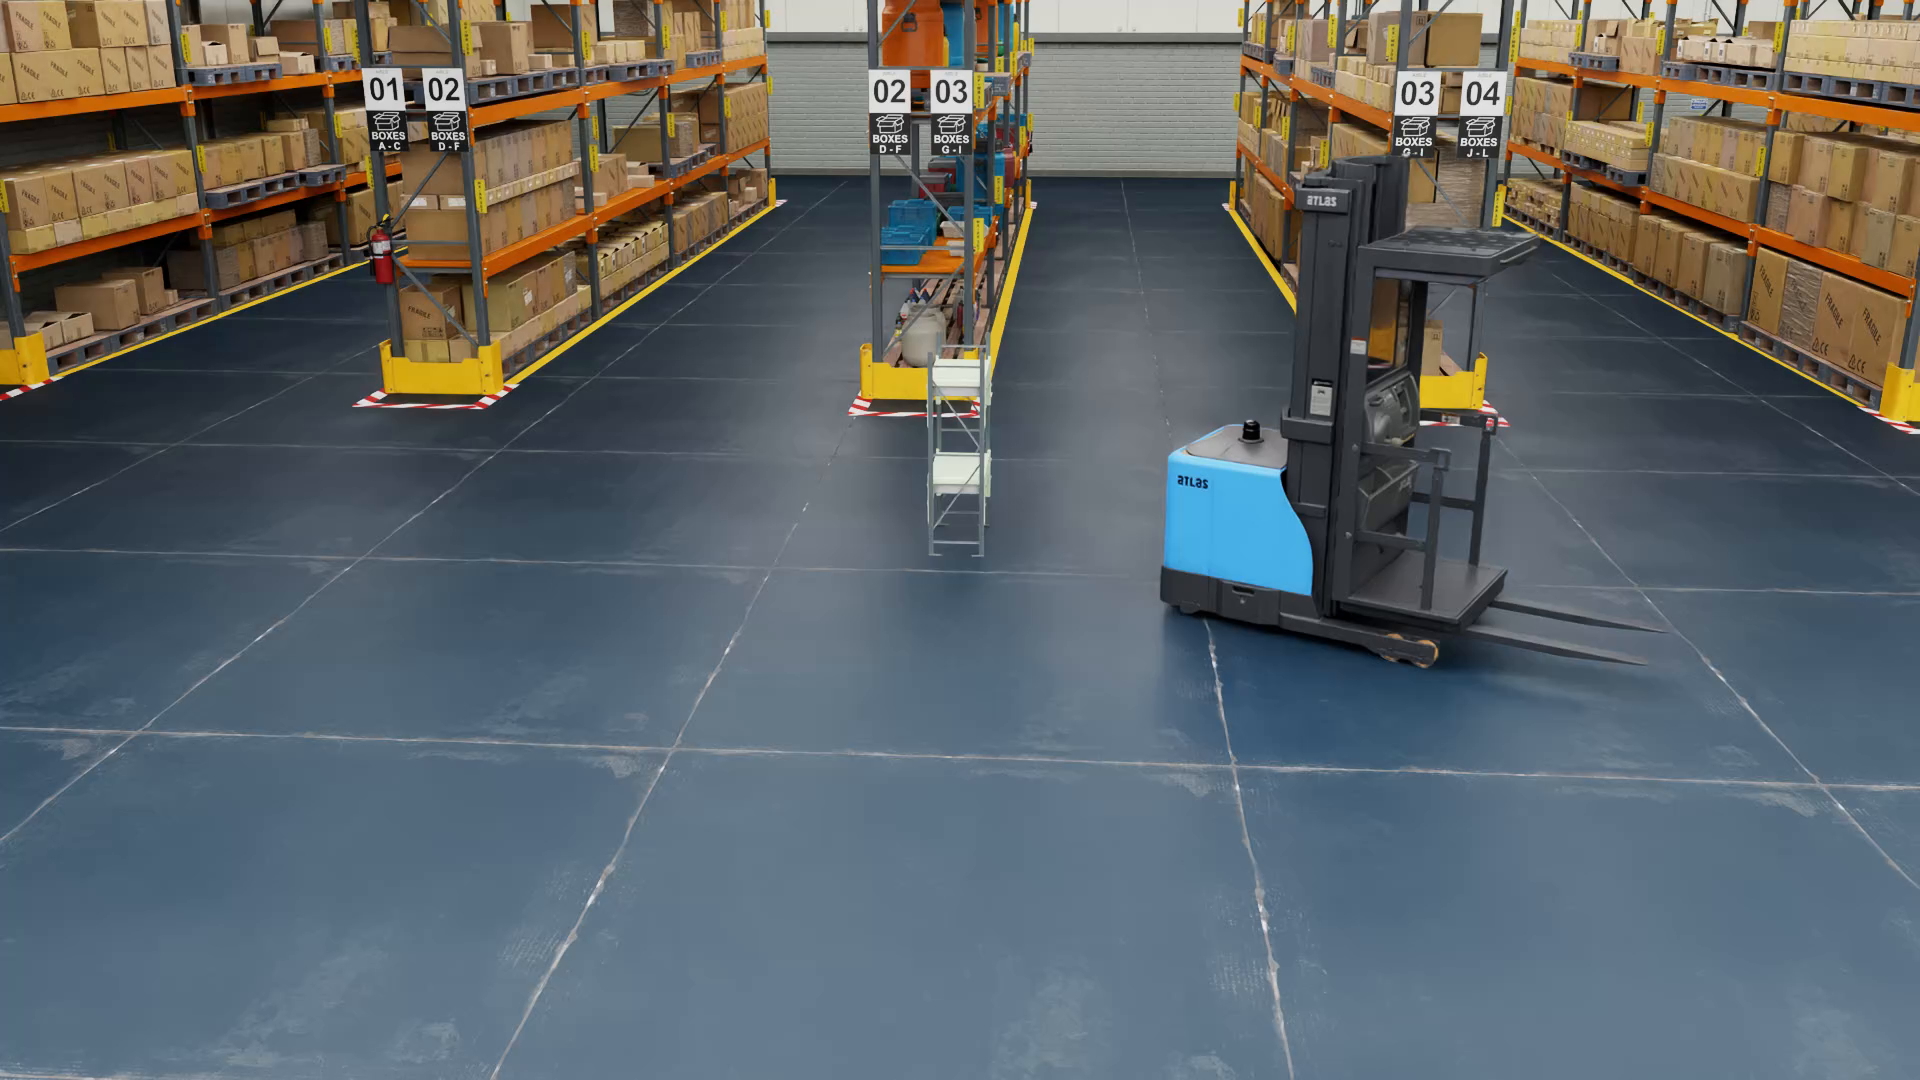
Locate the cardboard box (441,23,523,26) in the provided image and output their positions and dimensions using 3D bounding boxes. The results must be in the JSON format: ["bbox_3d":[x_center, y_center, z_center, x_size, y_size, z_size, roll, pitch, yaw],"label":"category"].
[{"bbox_3d":[-5.266,-5.450,18.355,0.797,0.503,0.637,3,18,10],"label":"cardboard box"}]

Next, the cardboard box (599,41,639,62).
[{"bbox_3d":[-4.731,-6.708,22.828,0.500,0.250,0.500,2,18,5],"label":"cardboard box"}]

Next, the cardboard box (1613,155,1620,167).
[{"bbox_3d":[9.700,-5.496,24.108,0.380,0.149,0.250,2,18,5],"label":"cardboard box"}]

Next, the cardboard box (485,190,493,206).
[{"bbox_3d":[-5.049,-3.530,17.177,0.380,0.149,0.250,1,18,2],"label":"cardboard box"}]

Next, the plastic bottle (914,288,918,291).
[{"bbox_3d":[-0.542,-2.929,20.220,0.097,0.271,0.097,0,18,0],"label":"plastic bottle"}]

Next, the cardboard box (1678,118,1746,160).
[{"bbox_3d":[10.008,-5.322,22.081,0.700,0.500,0.500,1,18,3],"label":"cardboard box"}]

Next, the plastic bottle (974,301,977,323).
[{"bbox_3d":[0.123,-2.690,19.362,0.144,0.351,0.185,1,18,4],"label":"plastic bottle"}]

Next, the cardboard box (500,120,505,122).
[{"bbox_3d":[-9.129,-8.038,31.655,0.980,0.700,0.700,2,18,6],"label":"cardboard box"}]

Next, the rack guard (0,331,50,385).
[{"bbox_3d":[-10.244,-1.920,17.481,1.175,0.500,0.348,1,18,4],"label":"rack guard"}]

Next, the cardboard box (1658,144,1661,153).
[{"bbox_3d":[10.371,-5.708,24.278,0.380,0.149,0.250,1,18,4],"label":"cardboard box"}]

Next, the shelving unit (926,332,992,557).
[{"bbox_3d":[0.000,-0.711,12.183,0.431,1.500,0.755,1,18,4],"label":"shelving unit"}]

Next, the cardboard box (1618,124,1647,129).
[{"bbox_3d":[10.499,-6.408,25.936,0.380,0.149,0.250,1,18,2],"label":"cardboard box"}]

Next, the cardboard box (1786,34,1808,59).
[{"bbox_3d":[9.484,-5.450,18.350,0.500,0.250,0.500,1,18,4],"label":"cardboard box"}]

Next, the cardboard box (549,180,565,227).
[{"bbox_3d":[-5.079,-3.963,19.540,0.700,0.500,0.500,1,18,3],"label":"cardboard box"}]

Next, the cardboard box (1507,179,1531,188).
[{"bbox_3d":[10.283,-6.553,30.552,0.380,0.149,0.250,0,18,1],"label":"cardboard box"}]

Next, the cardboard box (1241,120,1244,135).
[{"bbox_3d":[5.385,-7.488,30.220,0.500,0.250,0.500,1,18,3],"label":"cardboard box"}]

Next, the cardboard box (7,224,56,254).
[{"bbox_3d":[-9.898,-3.167,17.481,0.500,0.250,0.500,1,18,2],"label":"cardboard box"}]

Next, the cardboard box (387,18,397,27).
[{"bbox_3d":[-9.562,-8.223,27.016,0.700,0.500,0.500,0,18,1],"label":"cardboard box"}]

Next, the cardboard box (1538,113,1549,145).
[{"bbox_3d":[10.200,-6.999,28.327,0.500,0.500,0.500,1,18,4],"label":"cardboard box"}]

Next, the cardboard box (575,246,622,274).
[{"bbox_3d":[-4.703,-3.655,21.602,0.500,0.311,0.500,1,18,3],"label":"cardboard box"}]

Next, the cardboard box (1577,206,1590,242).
[{"bbox_3d":[10.019,-4.962,26.088,0.500,0.500,0.500,2,18,6],"label":"cardboard box"}]

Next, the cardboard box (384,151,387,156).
[{"bbox_3d":[-9.303,-6.229,25.947,0.500,0.500,0.500,1,18,4],"label":"cardboard box"}]

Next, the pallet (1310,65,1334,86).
[{"bbox_3d":[5.081,-5.843,20.922,1.213,0.211,1.003,1,18,4],"label":"pallet"}]

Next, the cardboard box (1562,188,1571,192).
[{"bbox_3d":[10.741,-6.053,29.026,0.380,0.149,0.250,1,18,4],"label":"cardboard box"}]

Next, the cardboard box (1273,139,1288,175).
[{"bbox_3d":[5.009,-5.760,25.024,0.500,0.500,0.500,1,18,2],"label":"cardboard box"}]

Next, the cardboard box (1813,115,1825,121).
[{"bbox_3d":[15.226,-7.560,28.912,0.500,0.500,0.500,1,18,3],"label":"cardboard box"}]

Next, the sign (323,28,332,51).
[{"bbox_3d":[-9.135,-7.228,24.016,0.100,0.325,0.005,1,18,4],"label":"sign"}]

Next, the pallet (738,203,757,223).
[{"bbox_3d":[-4.313,-5.970,30.305,1.003,0.211,1.213,1,18,4],"label":"pallet"}]

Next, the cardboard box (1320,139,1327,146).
[{"bbox_3d":[5.206,-5.141,22.459,0.700,0.500,0.500,4,19,12],"label":"cardboard box"}]

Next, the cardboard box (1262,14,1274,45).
[{"bbox_3d":[5.471,-8.611,28.073,0.700,0.500,0.500,2,18,7],"label":"cardboard box"}]

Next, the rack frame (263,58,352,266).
[{"bbox_3d":[-9.676,-5.569,24.603,1.000,3.000,0.127,1,18,4],"label":"rack frame"}]

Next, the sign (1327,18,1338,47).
[{"bbox_3d":[4.305,-5.865,19.224,0.100,0.325,0.005,1,18,4],"label":"sign"}]

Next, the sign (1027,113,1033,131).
[{"bbox_3d":[1.329,-7.903,31.463,0.100,0.325,0.005,1,18,4],"label":"sign"}]

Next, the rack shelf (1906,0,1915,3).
[{"bbox_3d":[15.173,-7.957,24.051,1.077,0.370,4.000,1,18,4],"label":"rack shelf"}]

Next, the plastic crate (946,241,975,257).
[{"bbox_3d":[0.017,-3.009,17.212,0.298,0.136,0.250,1,18,4],"label":"plastic crate"}]

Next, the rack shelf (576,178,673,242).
[{"bbox_3d":[-4.878,-4.497,22.485,1.077,0.370,4.000,1,18,4],"label":"rack shelf"}]

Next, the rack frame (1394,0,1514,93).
[{"bbox_3d":[4.572,-5.604,15.073,1.000,3.000,0.127,1,18,4],"label":"rack frame"}]

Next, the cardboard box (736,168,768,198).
[{"bbox_3d":[-3.955,-6.791,31.640,0.500,0.500,0.500,1,18,4],"label":"cardboard box"}]

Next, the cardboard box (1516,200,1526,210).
[{"bbox_3d":[10.226,-6.032,29.919,0.380,0.149,0.250,2,18,5],"label":"cardboard box"}]

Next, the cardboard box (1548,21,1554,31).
[{"bbox_3d":[10.187,-8.704,28.149,0.380,0.149,0.250,1,18,3],"label":"cardboard box"}]

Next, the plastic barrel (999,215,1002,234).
[{"bbox_3d":[0.385,-5.404,26.795,0.600,0.901,0.708,1,18,4],"label":"plastic barrel"}]

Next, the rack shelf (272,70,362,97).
[{"bbox_3d":[-9.533,-7.274,26.143,1.077,0.370,4.000,1,18,4],"label":"rack shelf"}]

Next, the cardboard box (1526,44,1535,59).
[{"bbox_3d":[10.330,-8.637,29.389,0.500,0.250,0.500,2,18,6],"label":"cardboard box"}]

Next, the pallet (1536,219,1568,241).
[{"bbox_3d":[10.385,-5.222,28.021,1.003,0.211,1.213,1,18,4],"label":"pallet"}]

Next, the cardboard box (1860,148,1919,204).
[{"bbox_3d":[9.700,-3.653,16.781,0.875,0.550,0.550,1,18,4],"label":"cardboard box"}]

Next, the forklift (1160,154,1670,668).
[{"bbox_3d":[2.841,-0.808,10.183,3.031,2.935,1.130,11,21,31],"label":"forklift"}]

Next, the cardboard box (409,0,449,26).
[{"bbox_3d":[-9.059,-8.984,28.409,0.500,0.500,0.500,1,18,3],"label":"cardboard box"}]

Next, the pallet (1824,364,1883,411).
[{"bbox_3d":[9.491,-1.536,16.771,1.003,0.211,1.213,1,18,4],"label":"pallet"}]

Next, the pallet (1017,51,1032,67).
[{"bbox_3d":[0.533,-7.681,26.532,1.213,0.211,1.003,1,18,4],"label":"pallet"}]

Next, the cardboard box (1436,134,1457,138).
[{"bbox_3d":[4.990,-4.048,17.715,0.500,0.500,0.500,1,18,4],"label":"cardboard box"}]

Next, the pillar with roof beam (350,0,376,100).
[{"bbox_3d":[-5.908,-9.803,27.889,9.100,9.000,0.400,1,18,4],"label":"pillar with roof beam"}]

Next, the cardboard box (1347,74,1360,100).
[{"bbox_3d":[4.492,-4.897,17.974,0.500,0.250,0.500,1,18,2],"label":"cardboard box"}]

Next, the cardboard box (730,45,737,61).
[{"bbox_3d":[-4.127,-8.357,28.534,0.500,0.250,0.500,1,18,4],"label":"cardboard box"}]

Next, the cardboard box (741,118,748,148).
[{"bbox_3d":[-4.068,-7.216,29.469,0.500,0.500,0.500,1,18,4],"label":"cardboard box"}]

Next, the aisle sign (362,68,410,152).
[{"bbox_3d":[-5.606,-4.197,16.239,0.394,0.787,0.004,1,18,4],"label":"aisle sign"}]

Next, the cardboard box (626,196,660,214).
[{"bbox_3d":[-4.902,-5.151,25.429,0.500,0.250,0.500,2,18,6],"label":"cardboard box"}]

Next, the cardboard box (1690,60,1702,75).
[{"bbox_3d":[10.392,-6.740,23.197,0.500,0.500,0.500,1,18,4],"label":"cardboard box"}]
